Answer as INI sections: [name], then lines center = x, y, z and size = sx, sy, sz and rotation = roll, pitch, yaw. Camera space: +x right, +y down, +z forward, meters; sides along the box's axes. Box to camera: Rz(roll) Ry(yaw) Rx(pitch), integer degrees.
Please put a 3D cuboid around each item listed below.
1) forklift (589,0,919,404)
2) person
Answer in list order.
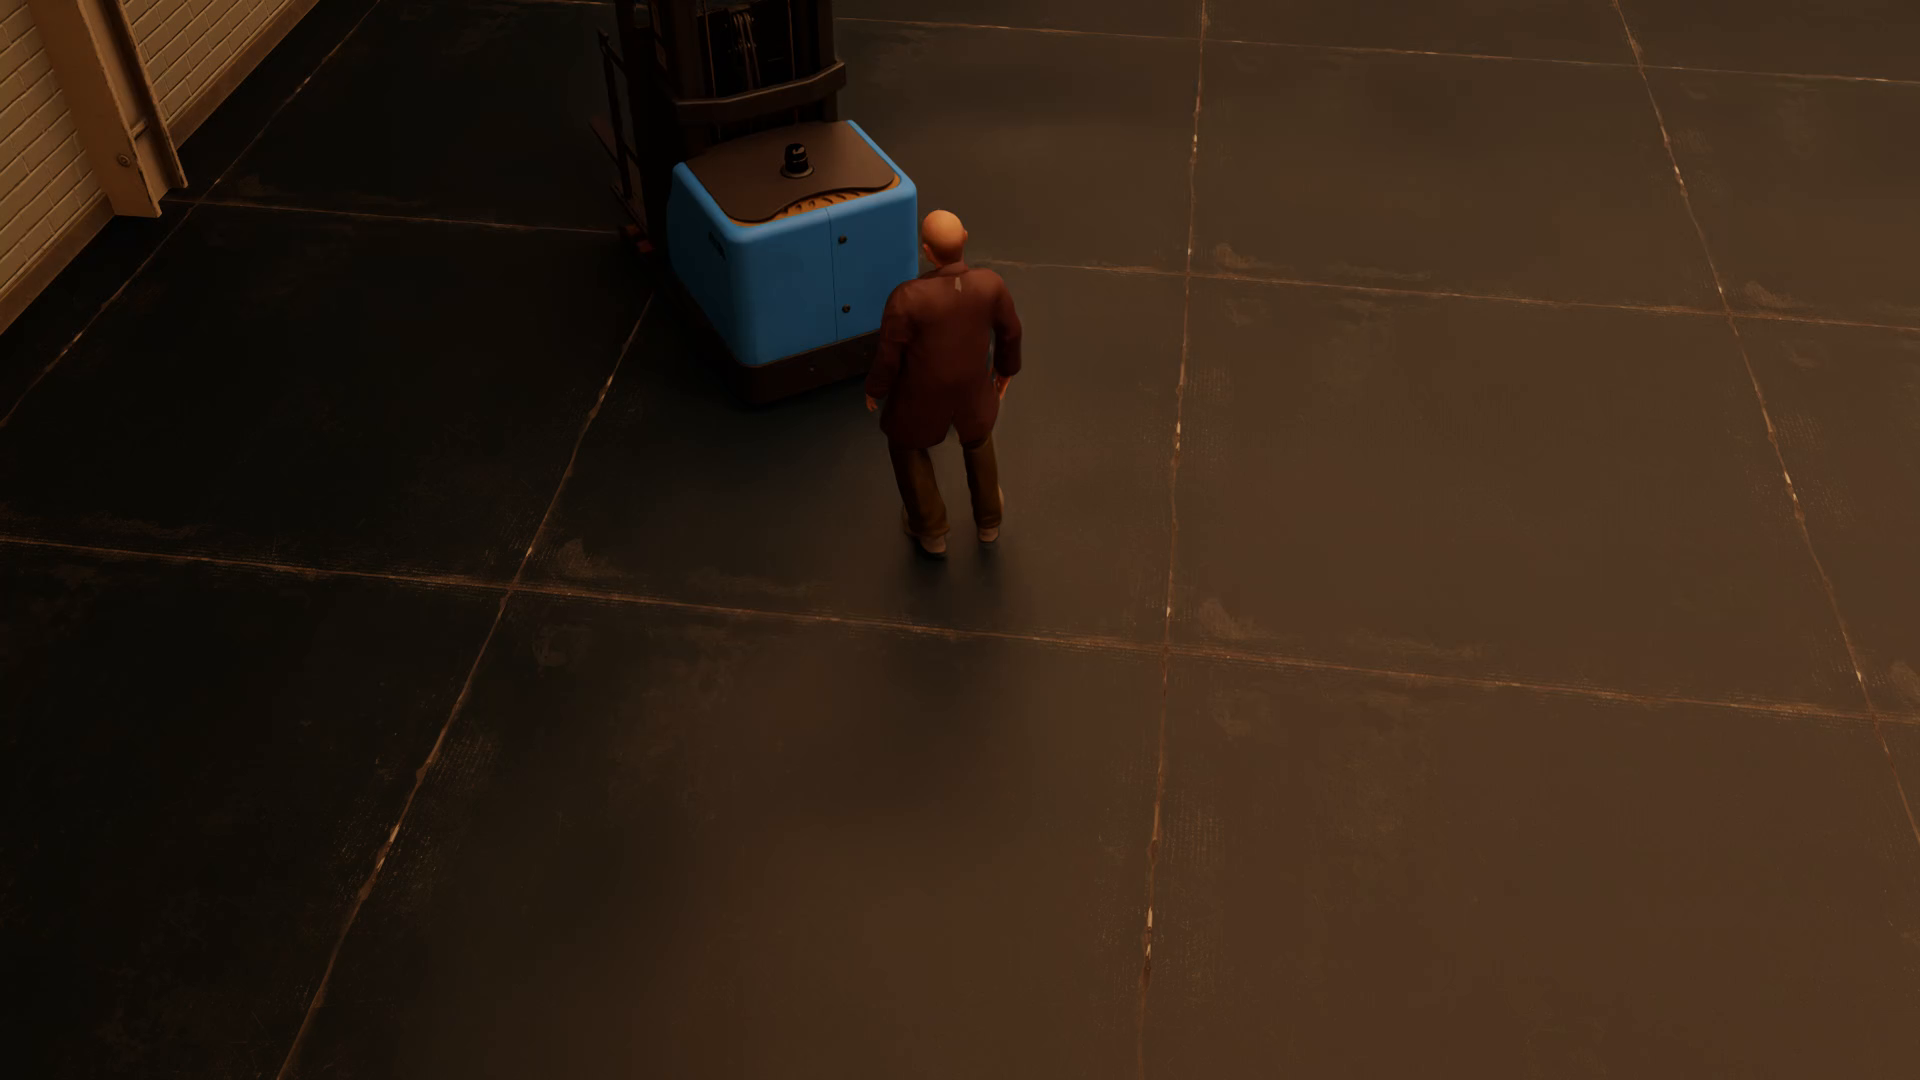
[forklift]
center = -1.330, -2.768, 8.738
size = 1.130, 2.935, 3.031
rotation = -20, 46, -20
[person]
center = -0.062, -0.695, 7.369
size = 0.736, 1.737, 0.435
rotation = -16, 45, -17
